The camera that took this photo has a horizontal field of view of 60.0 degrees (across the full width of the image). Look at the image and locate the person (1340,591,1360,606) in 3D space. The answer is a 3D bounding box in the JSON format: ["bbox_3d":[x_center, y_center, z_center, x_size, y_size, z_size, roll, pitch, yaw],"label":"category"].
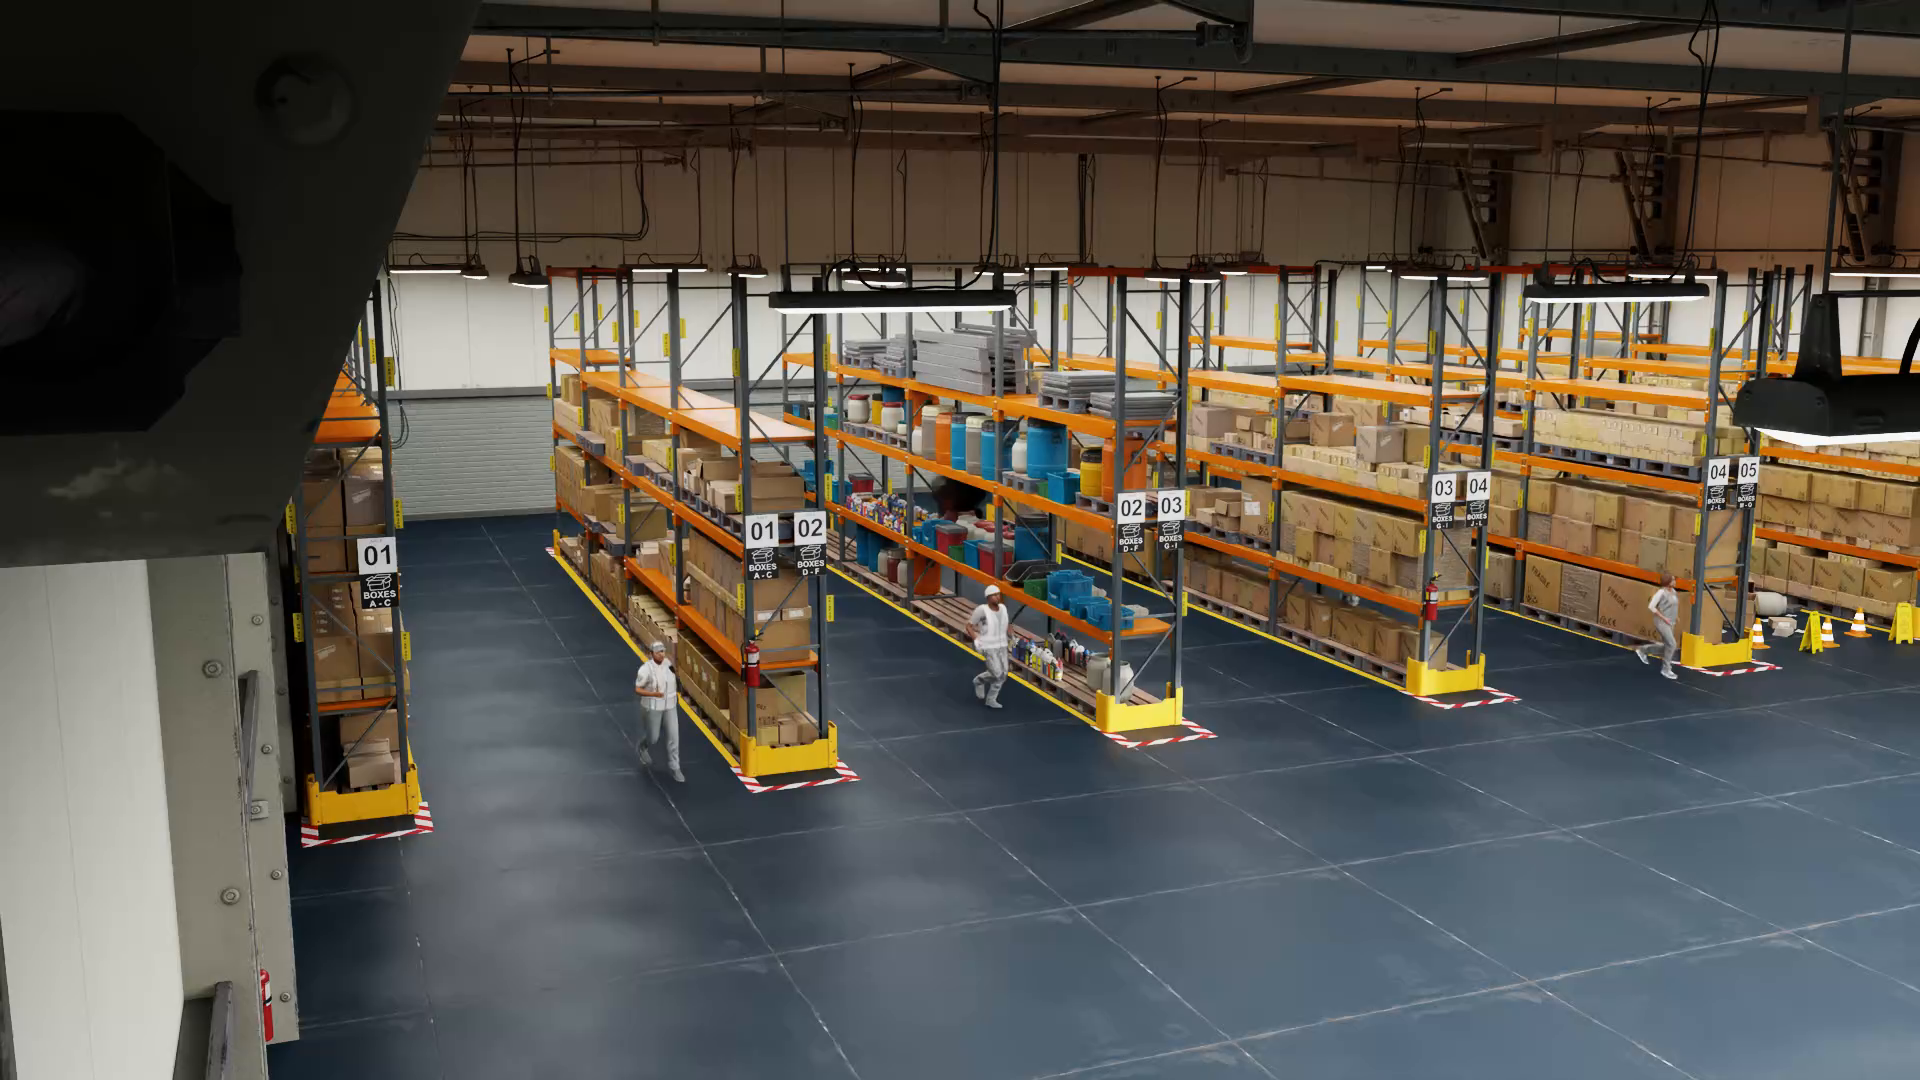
[{"bbox_3d":[7.078,0.349,29.624,0.688,1.839,0.836,-5,11,-28],"label":"person"}]

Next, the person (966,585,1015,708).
[{"bbox_3d":[0.475,1.486,23.121,0.684,1.732,0.594,-8,12,-37],"label":"person"}]

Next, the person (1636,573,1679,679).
[{"bbox_3d":[10.508,1.256,24.976,0.559,1.579,0.679,-9,14,-43],"label":"person"}]

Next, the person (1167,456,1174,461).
[{"bbox_3d":[4.803,-1.100,38.173,0.551,1.694,0.788,-3,10,-14],"label":"person"}]

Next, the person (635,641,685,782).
[{"bbox_3d":[-3.642,2.035,20.122,0.606,1.666,0.924,-7,12,-36],"label":"person"}]
